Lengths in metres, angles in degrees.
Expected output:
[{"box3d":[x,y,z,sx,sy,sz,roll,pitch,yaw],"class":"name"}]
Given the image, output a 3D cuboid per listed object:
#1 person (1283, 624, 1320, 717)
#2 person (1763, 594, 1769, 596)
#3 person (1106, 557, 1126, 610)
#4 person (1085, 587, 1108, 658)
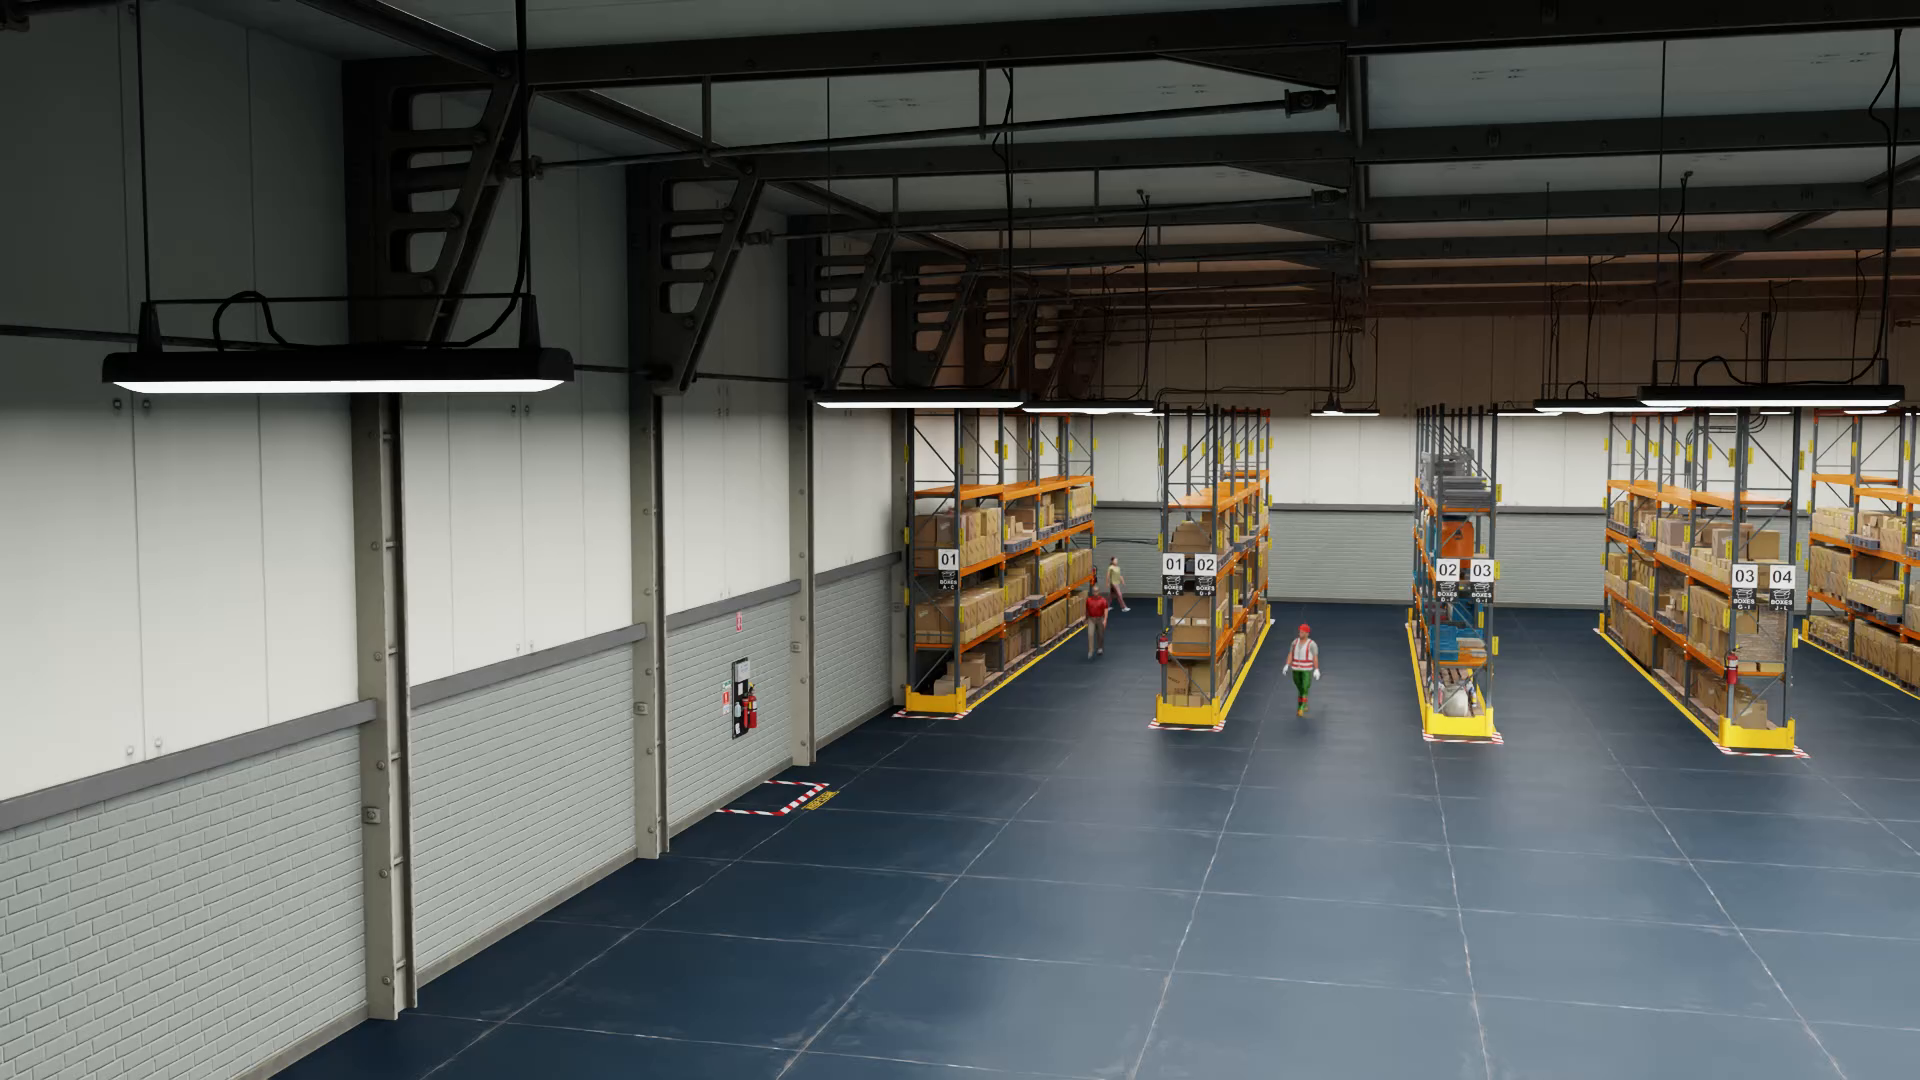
[{"box3d":[6.560,2.493,32.063,0.657,1.718,1.049,3,5,33],"class":"person"},{"box3d":[21.262,1.676,44.004,0.533,1.622,1.014,3,5,39],"class":"person"},{"box3d":[4.626,1.276,49.489,0.872,1.562,0.426,3,5,35],"class":"person"},{"box3d":[3.280,1.953,40.005,0.558,1.657,1.077,0,4,5],"class":"person"}]
